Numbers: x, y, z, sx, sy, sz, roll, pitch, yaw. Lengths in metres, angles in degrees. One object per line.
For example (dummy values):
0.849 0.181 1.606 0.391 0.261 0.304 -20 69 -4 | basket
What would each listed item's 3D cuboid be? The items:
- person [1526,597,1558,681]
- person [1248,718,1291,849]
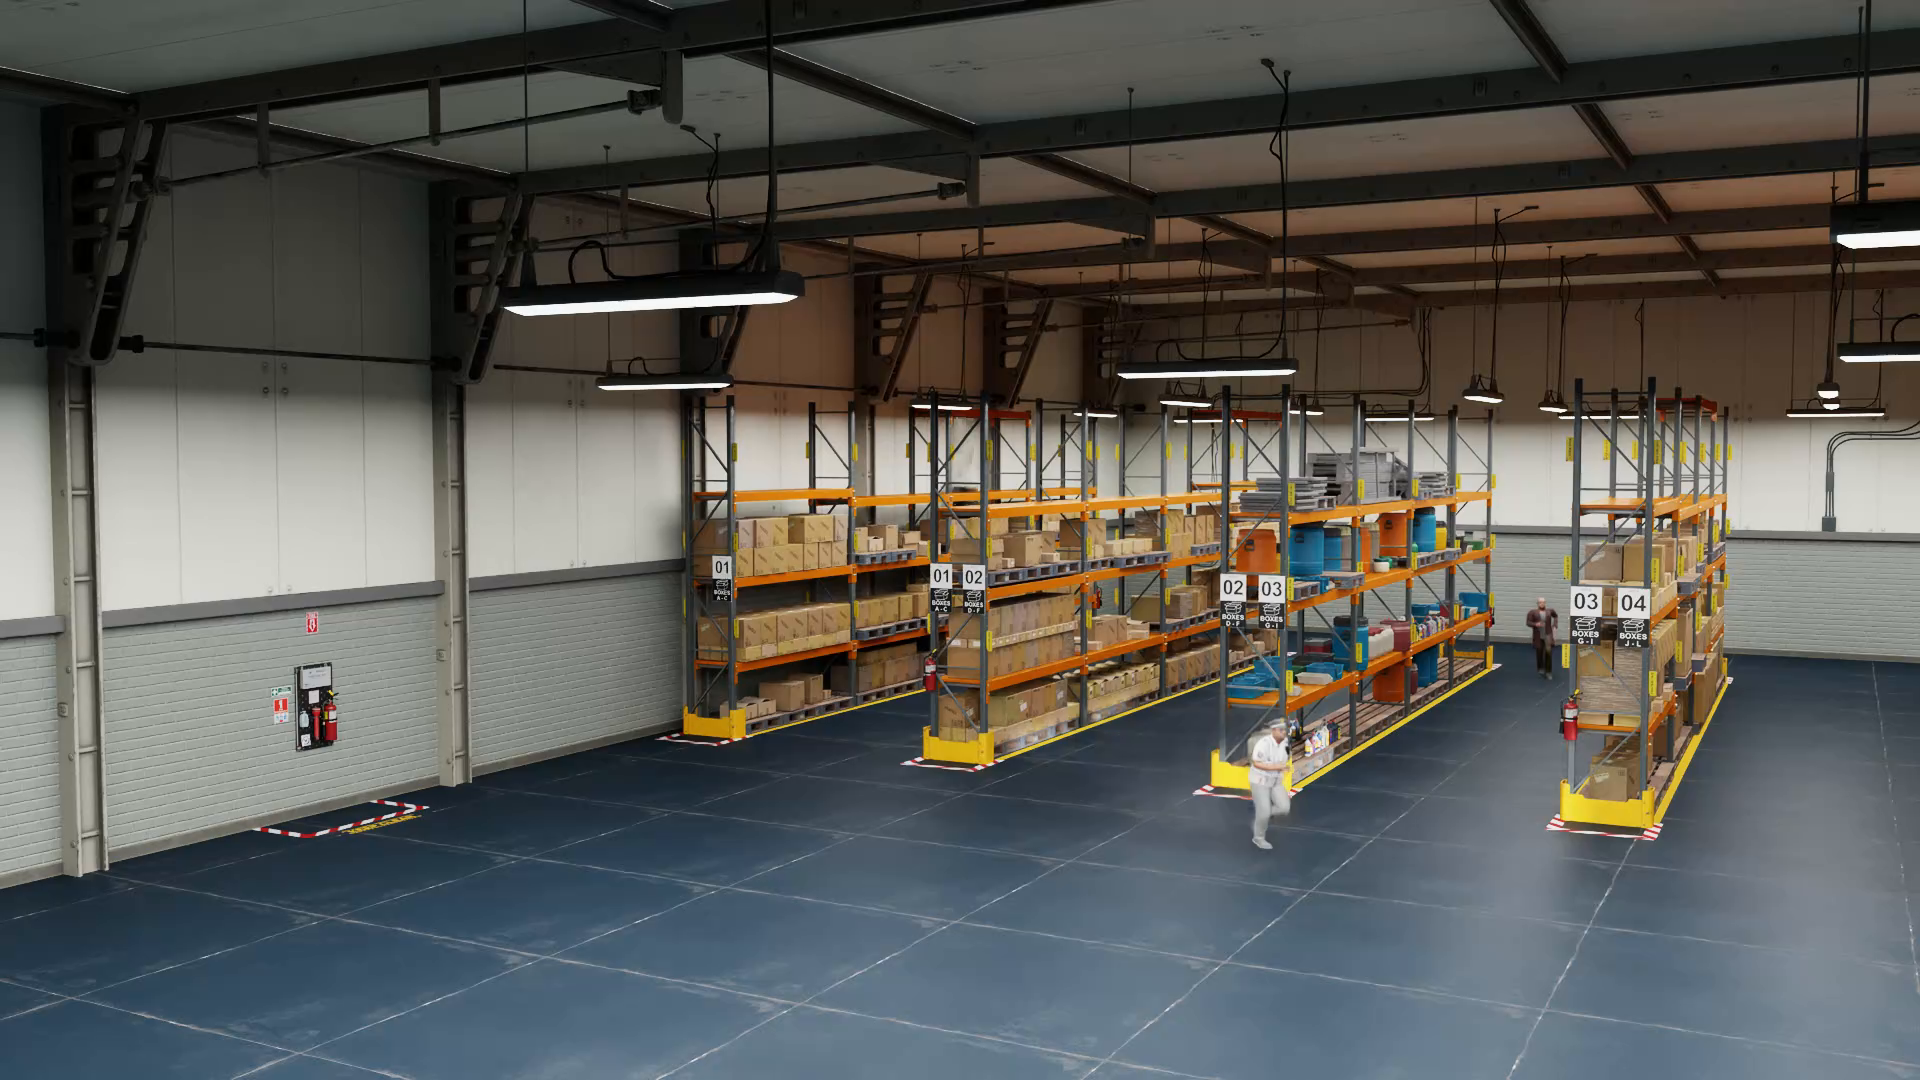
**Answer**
12.896 2.176 36.864 0.652 1.827 0.952 1 3 19 | person
3.938 3.063 20.920 0.648 1.711 0.718 -2 3 -30 | person
